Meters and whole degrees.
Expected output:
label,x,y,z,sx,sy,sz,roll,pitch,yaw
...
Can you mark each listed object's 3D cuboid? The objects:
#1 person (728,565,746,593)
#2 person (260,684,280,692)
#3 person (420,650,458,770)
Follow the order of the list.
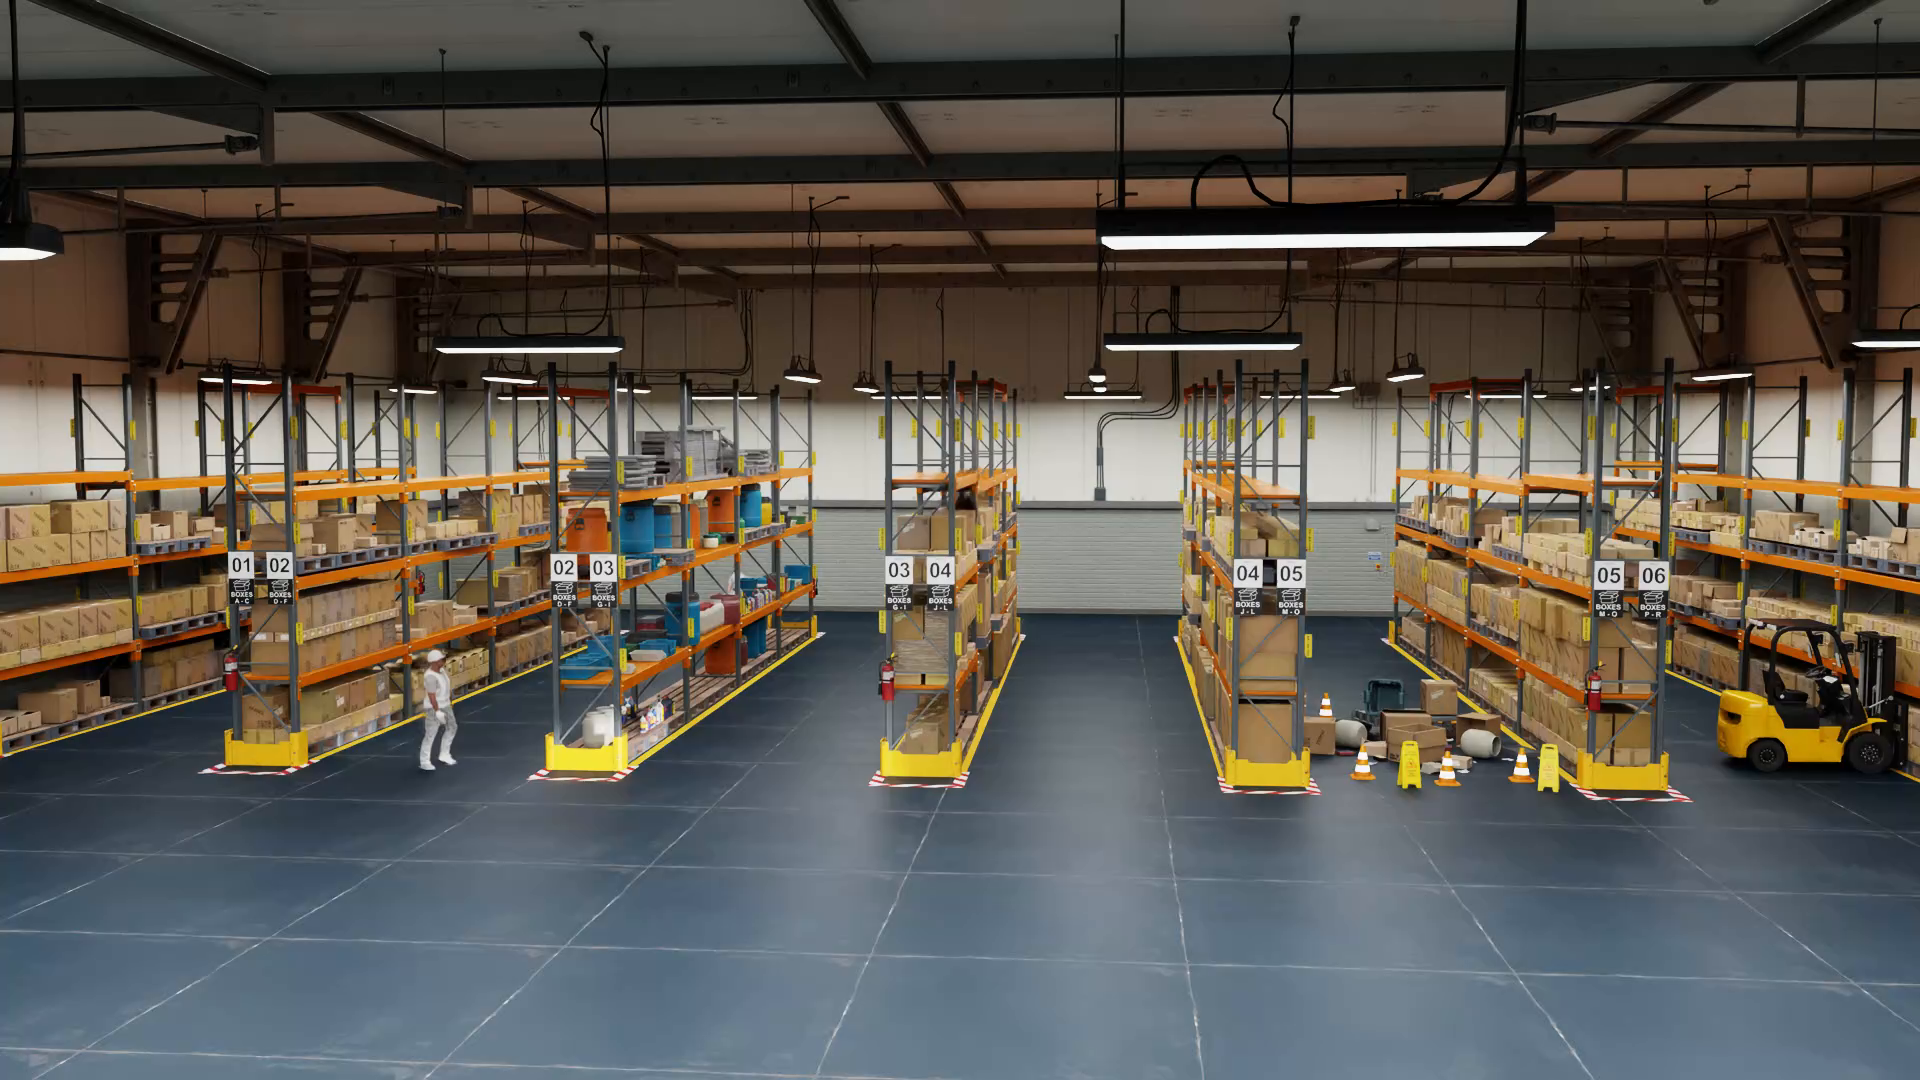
label,x,y,z,sx,sy,sz,roll,pitch,yaw
person,-5.621,1.420,41.878,0.435,1.616,1.029,0,4,4
person,-11.809,2.290,28.555,0.545,1.683,0.550,4,5,43
person,-7.725,2.505,24.691,0.490,1.795,0.724,0,4,7
